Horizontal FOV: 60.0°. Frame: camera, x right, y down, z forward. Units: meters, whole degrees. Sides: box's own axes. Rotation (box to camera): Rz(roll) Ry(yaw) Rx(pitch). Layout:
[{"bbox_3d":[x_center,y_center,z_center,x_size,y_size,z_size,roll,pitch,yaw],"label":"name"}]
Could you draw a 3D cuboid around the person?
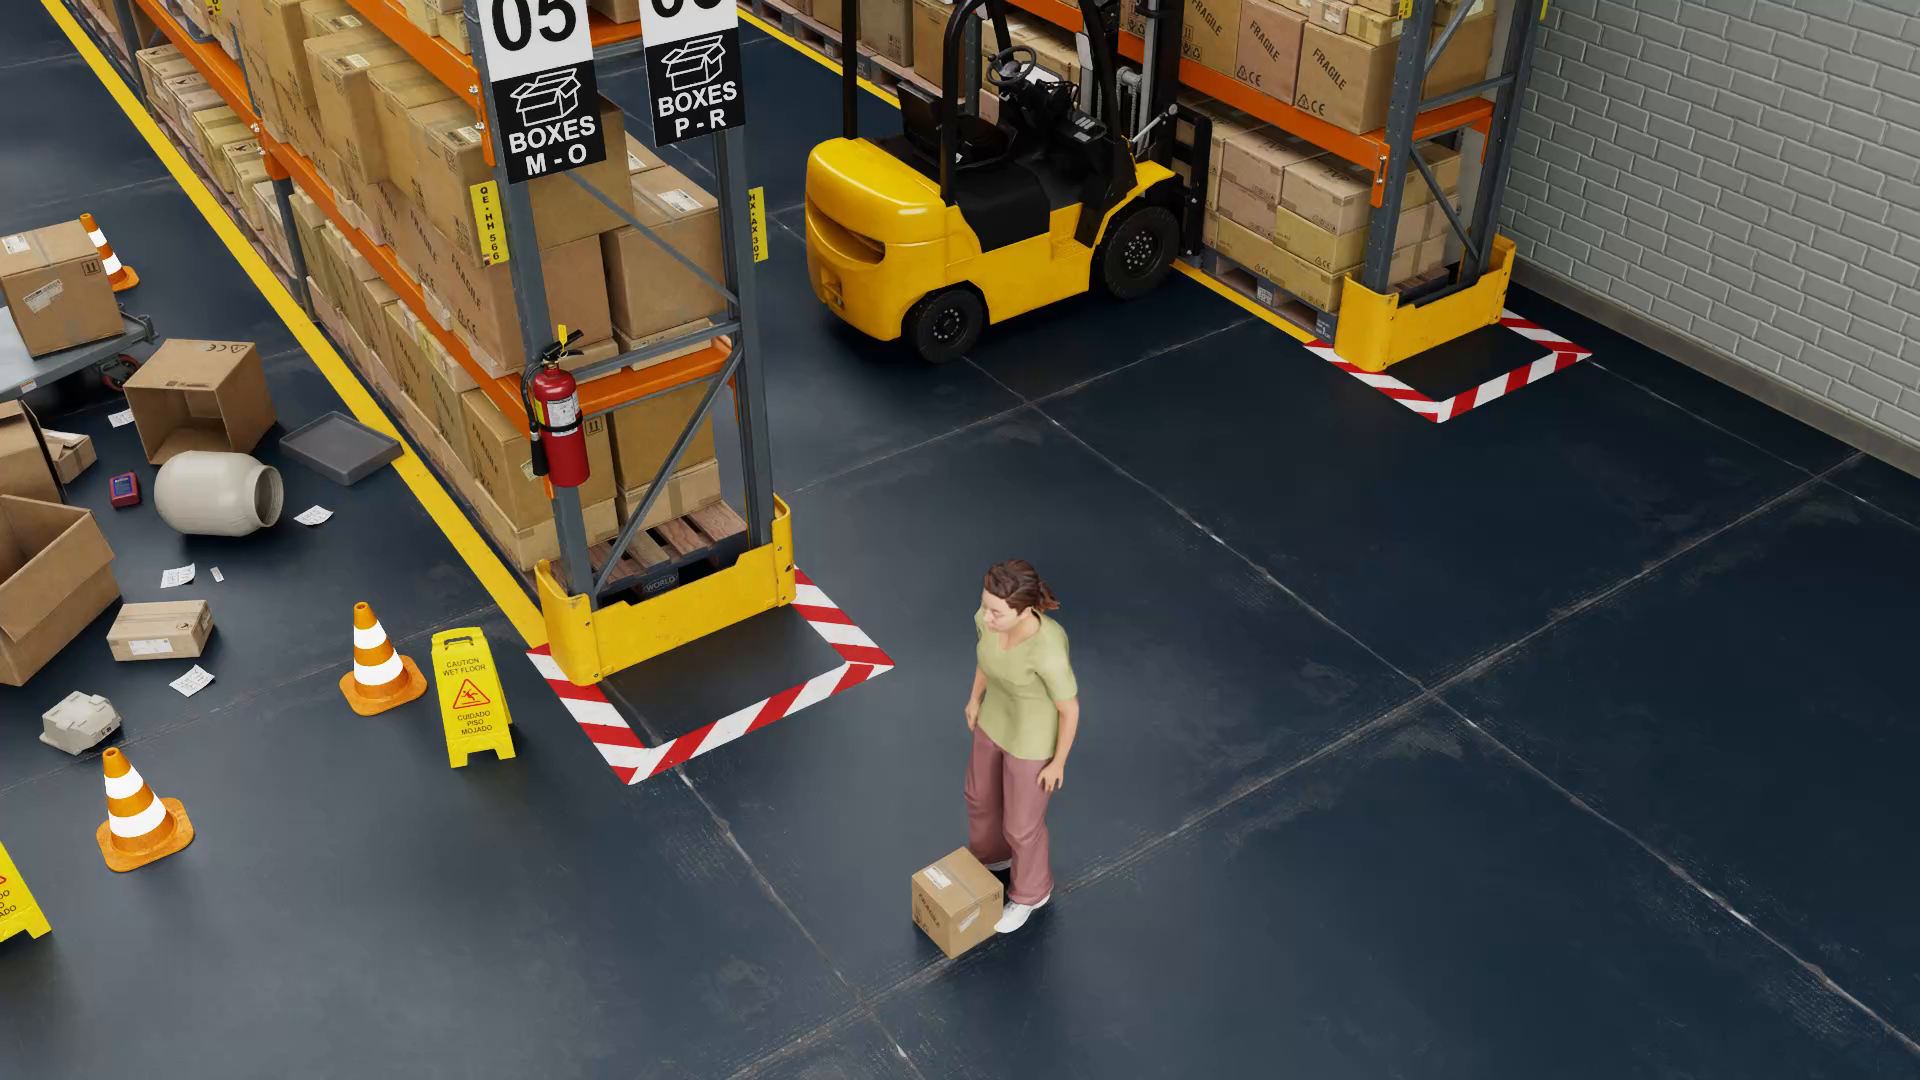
[{"bbox_3d":[0.192,0.718,6.032,0.357,1.671,0.515,-25,43,-30],"label":"person"}]
